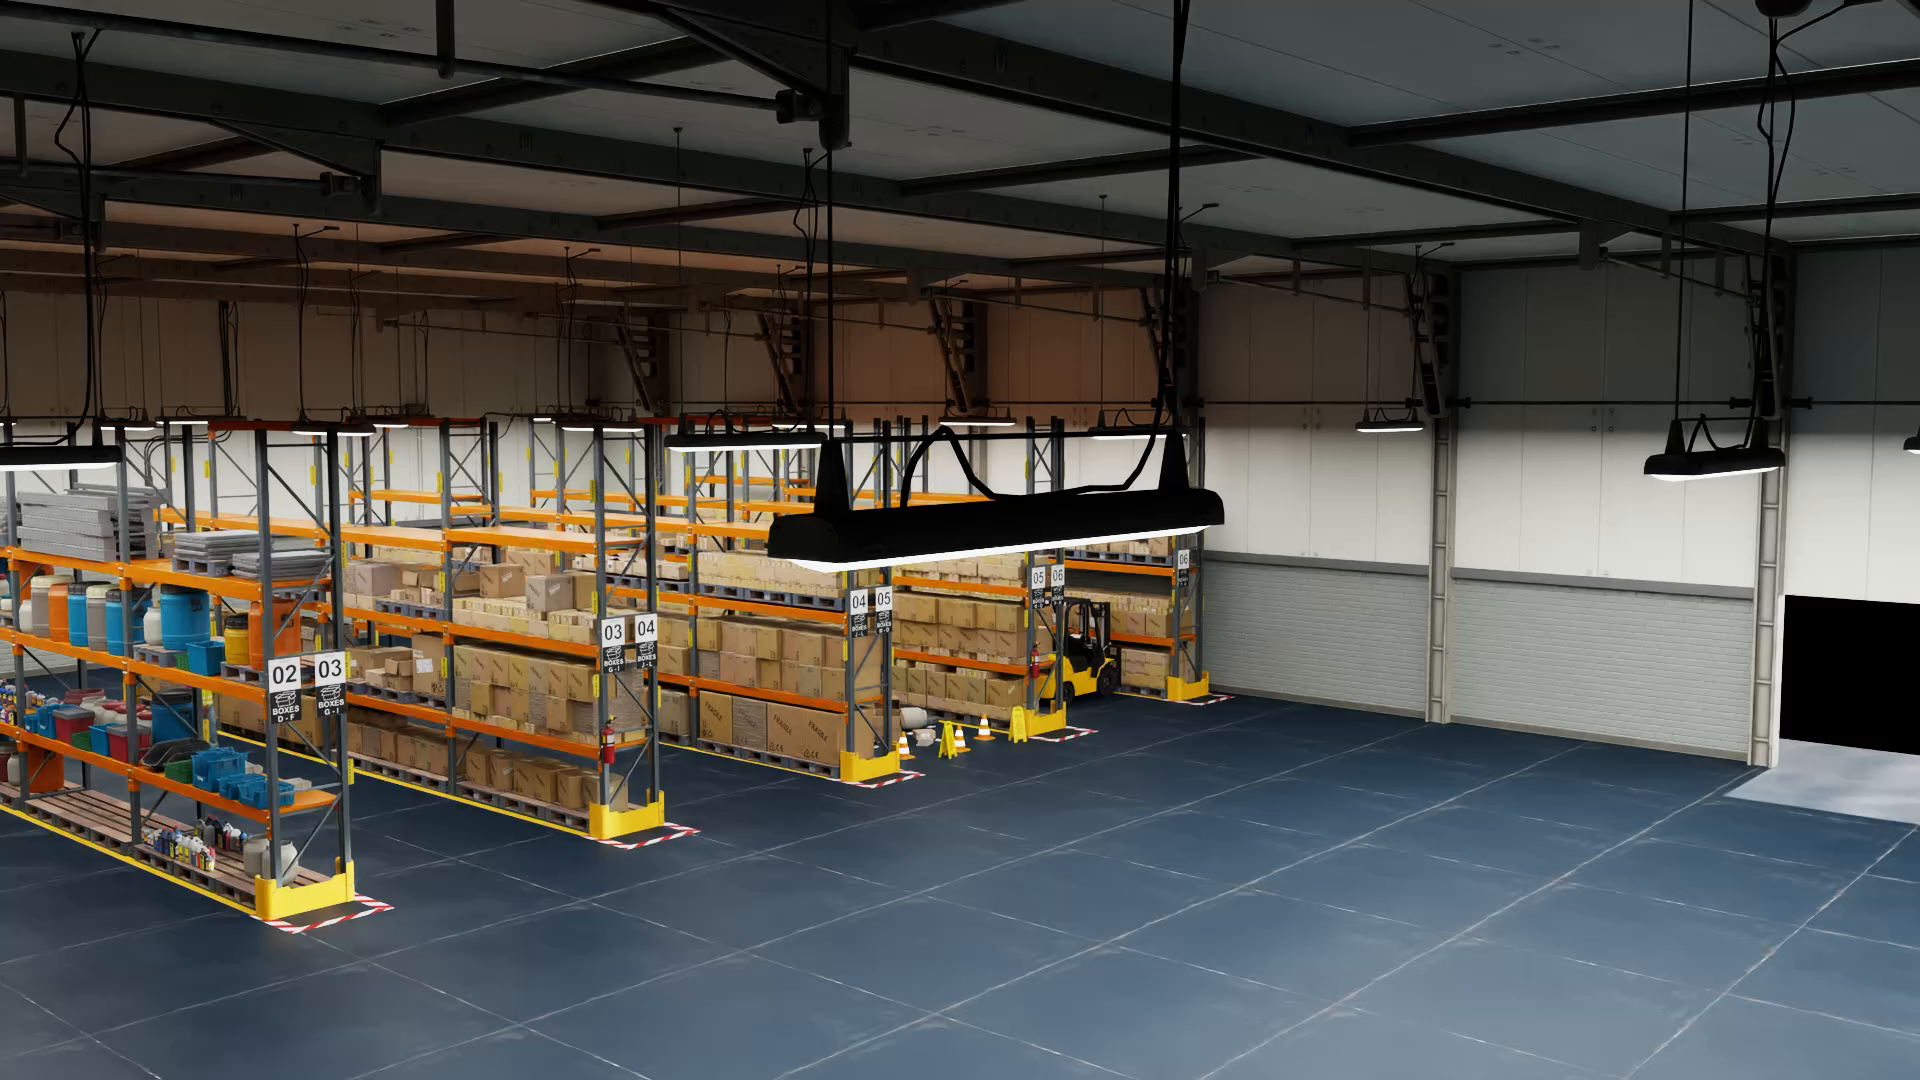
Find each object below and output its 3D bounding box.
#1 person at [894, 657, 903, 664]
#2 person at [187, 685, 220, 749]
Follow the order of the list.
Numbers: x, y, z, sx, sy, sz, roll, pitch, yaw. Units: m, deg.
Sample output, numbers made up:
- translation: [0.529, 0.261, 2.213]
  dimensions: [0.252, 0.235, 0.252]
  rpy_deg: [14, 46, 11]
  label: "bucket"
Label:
- translation: [-1.503, 2.081, 39.022]
  dimensions: [0.583, 1.667, 0.617]
  rpy_deg: [3, 6, 34]
  label: "person"
- translation: [-13.620, 2.973, 29.940]
  dimensions: [0.974, 1.709, 0.532]
  rpy_deg: [3, 6, 33]
  label: "person"
